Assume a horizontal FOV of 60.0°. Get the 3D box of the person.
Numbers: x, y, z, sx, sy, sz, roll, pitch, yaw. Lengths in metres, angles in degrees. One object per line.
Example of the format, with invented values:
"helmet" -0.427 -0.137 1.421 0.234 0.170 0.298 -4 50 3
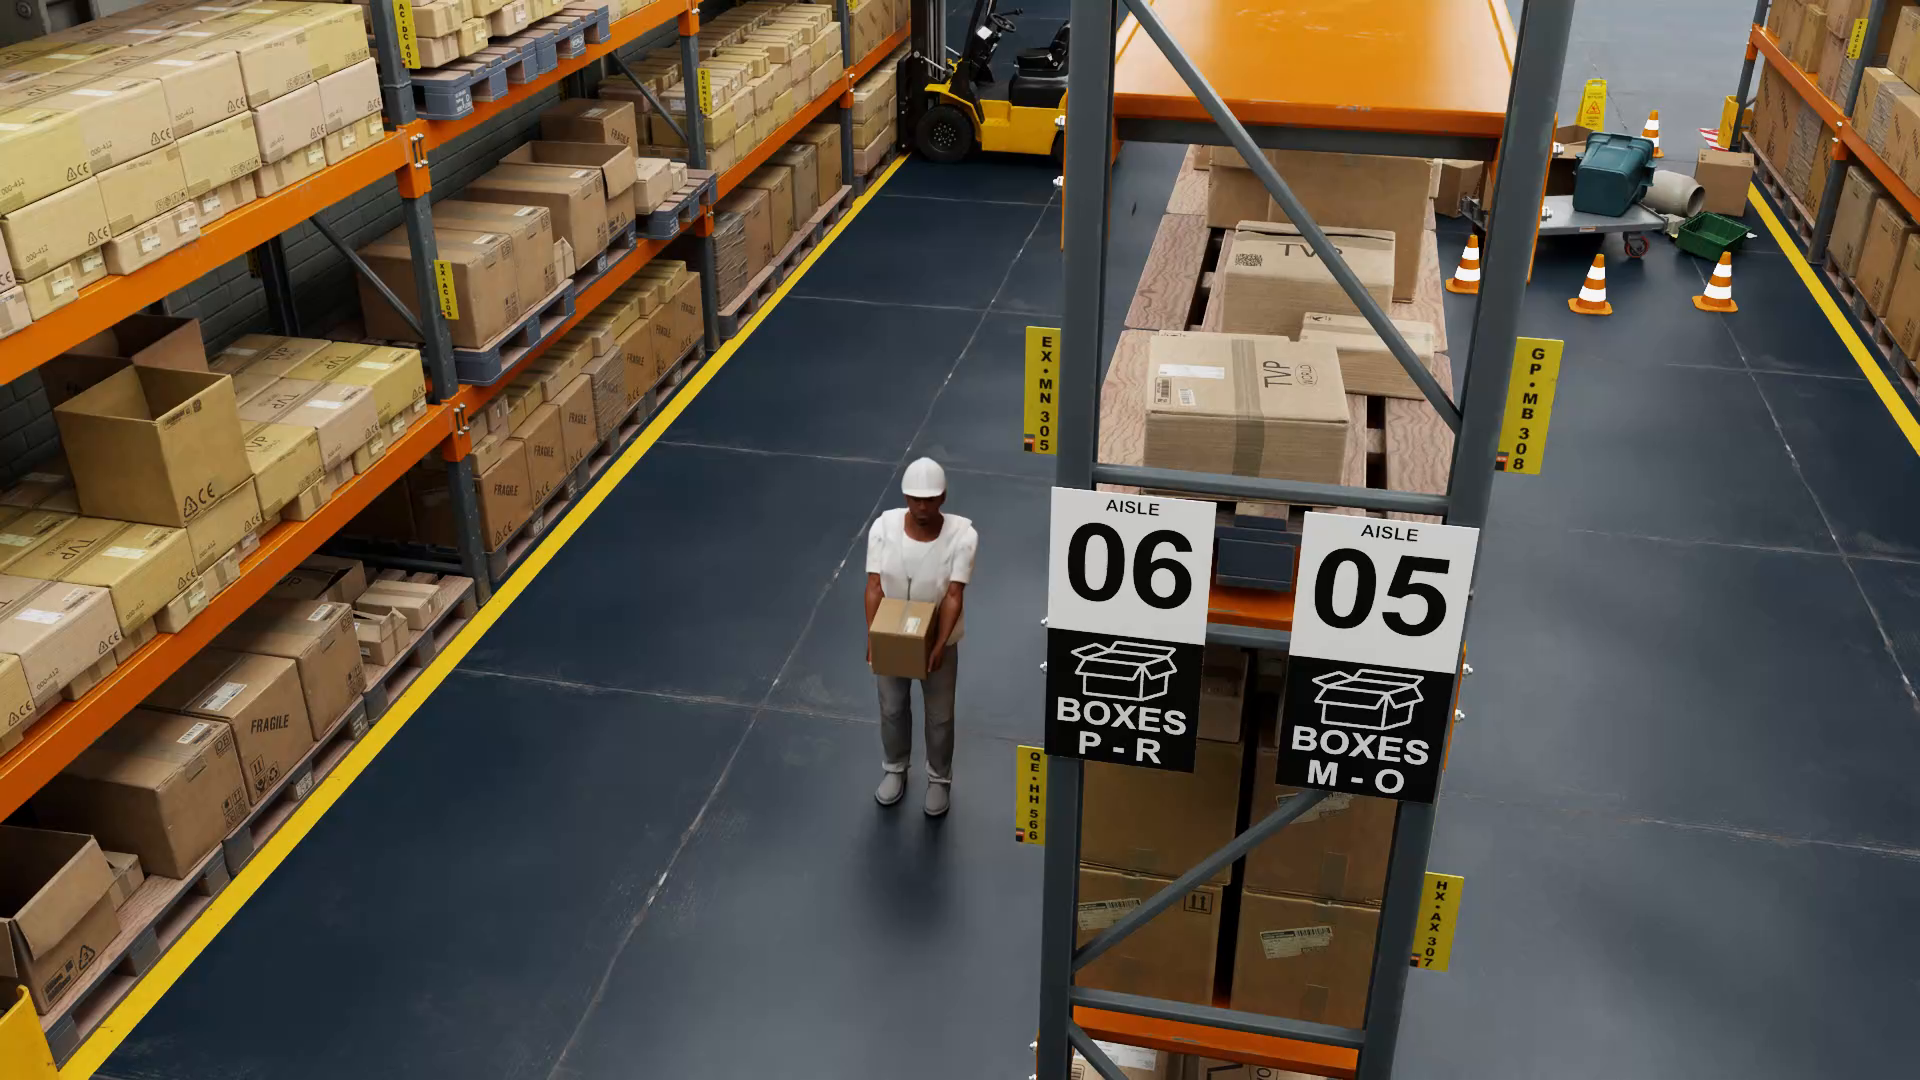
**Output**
"person" -0.198 0.490 7.704 0.504 1.760 0.575 6 29 10
